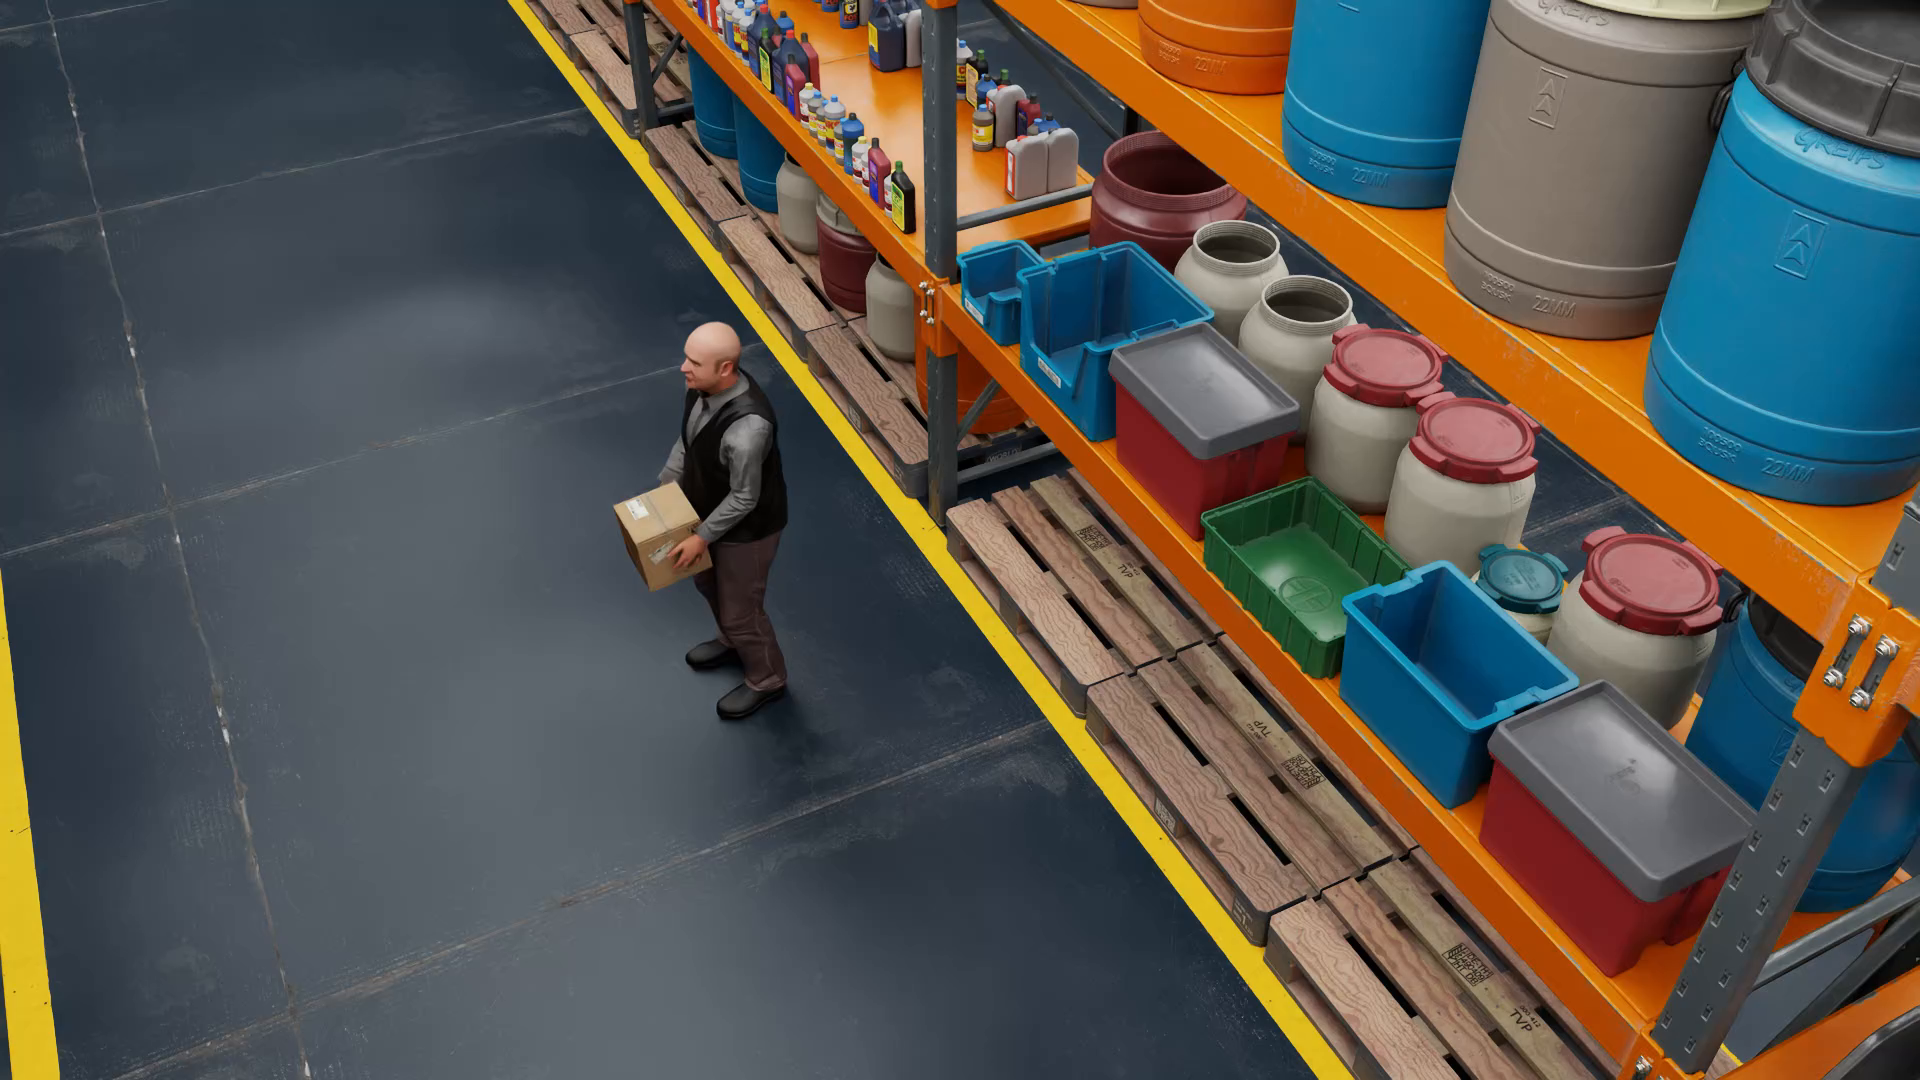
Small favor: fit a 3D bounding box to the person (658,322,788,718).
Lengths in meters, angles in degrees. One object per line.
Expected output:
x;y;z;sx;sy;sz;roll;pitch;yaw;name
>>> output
-0.903;-0.066;6.249;0.504;1.727;0.539;-19;45;-21;person
